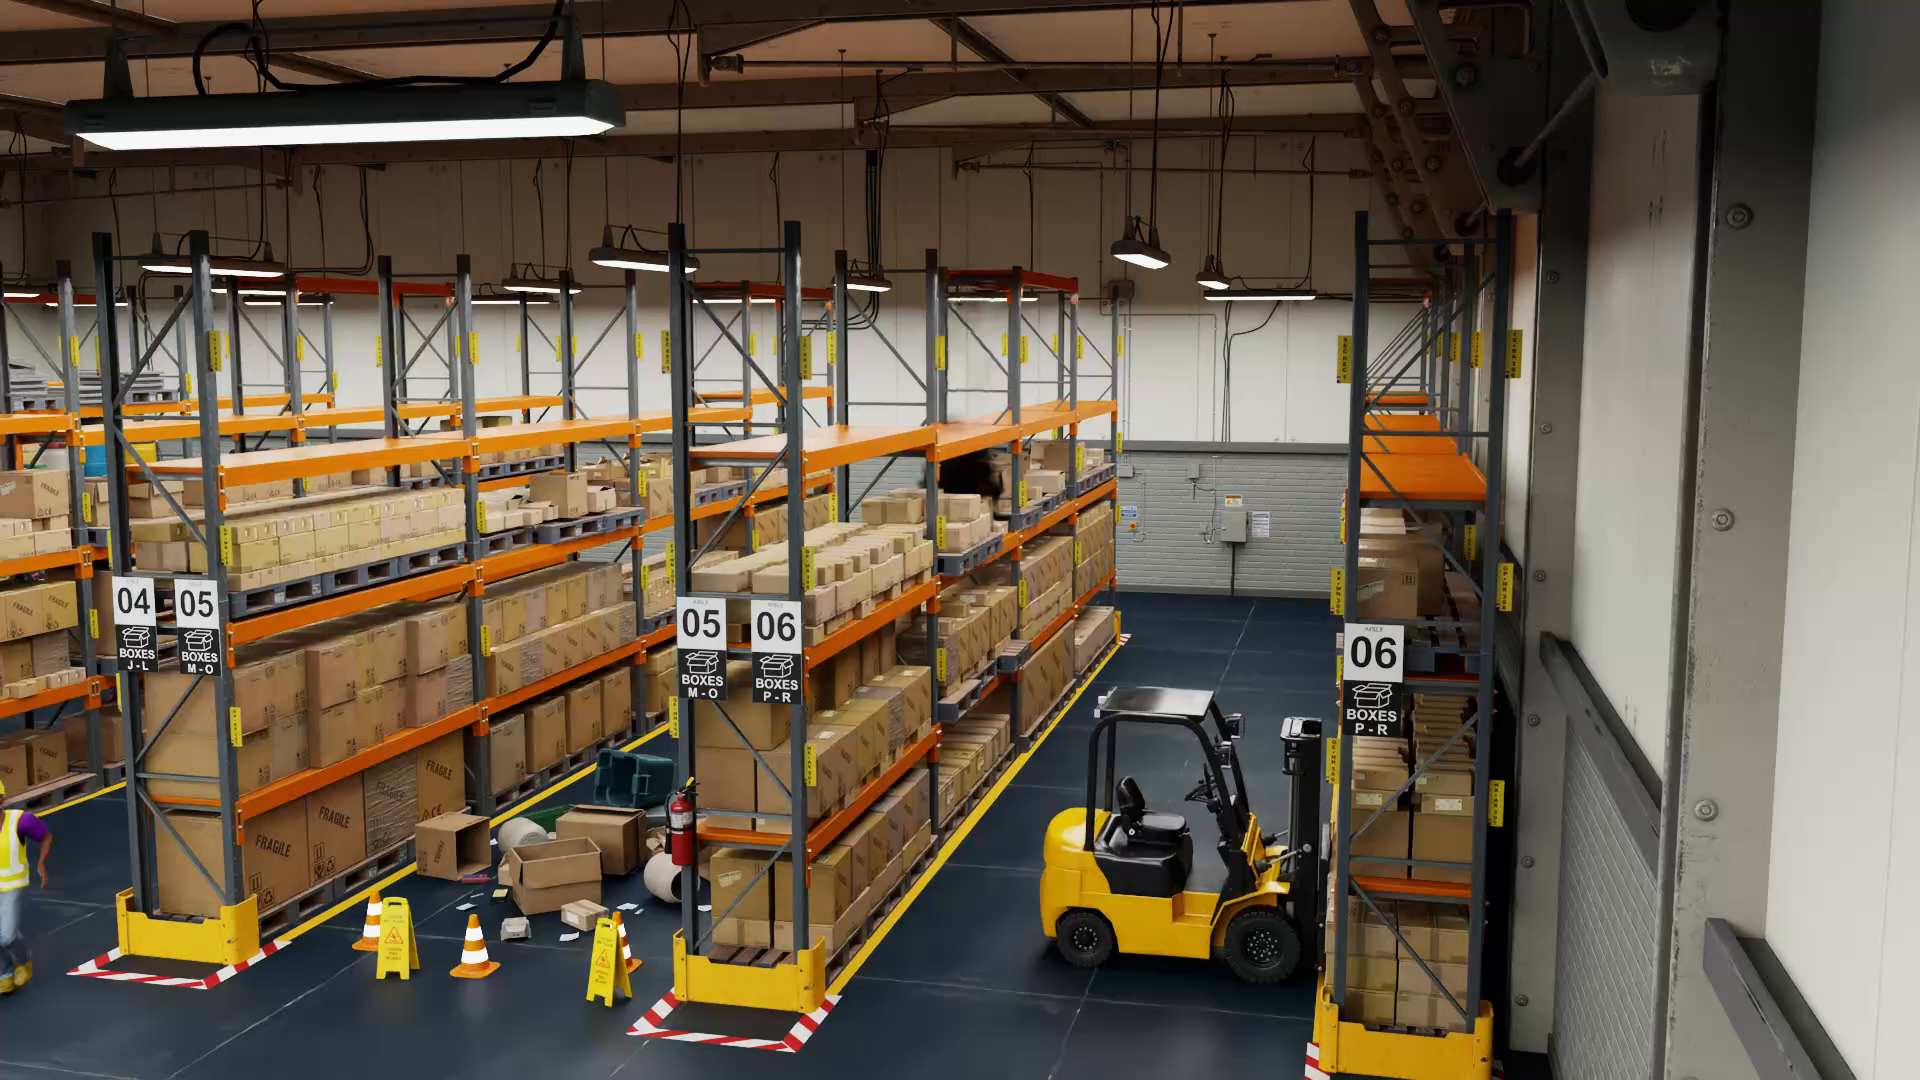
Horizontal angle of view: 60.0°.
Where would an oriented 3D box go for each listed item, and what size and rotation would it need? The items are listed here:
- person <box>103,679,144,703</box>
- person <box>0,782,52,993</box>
[{"bbox_3d":[-12.062,1.469,23.816,0.613,1.633,0.705,1,7,8],"label":"person"},{"bbox_3d":[-7.503,2.724,12.970,0.685,1.723,0.623,-2,7,-16],"label":"person"}]
